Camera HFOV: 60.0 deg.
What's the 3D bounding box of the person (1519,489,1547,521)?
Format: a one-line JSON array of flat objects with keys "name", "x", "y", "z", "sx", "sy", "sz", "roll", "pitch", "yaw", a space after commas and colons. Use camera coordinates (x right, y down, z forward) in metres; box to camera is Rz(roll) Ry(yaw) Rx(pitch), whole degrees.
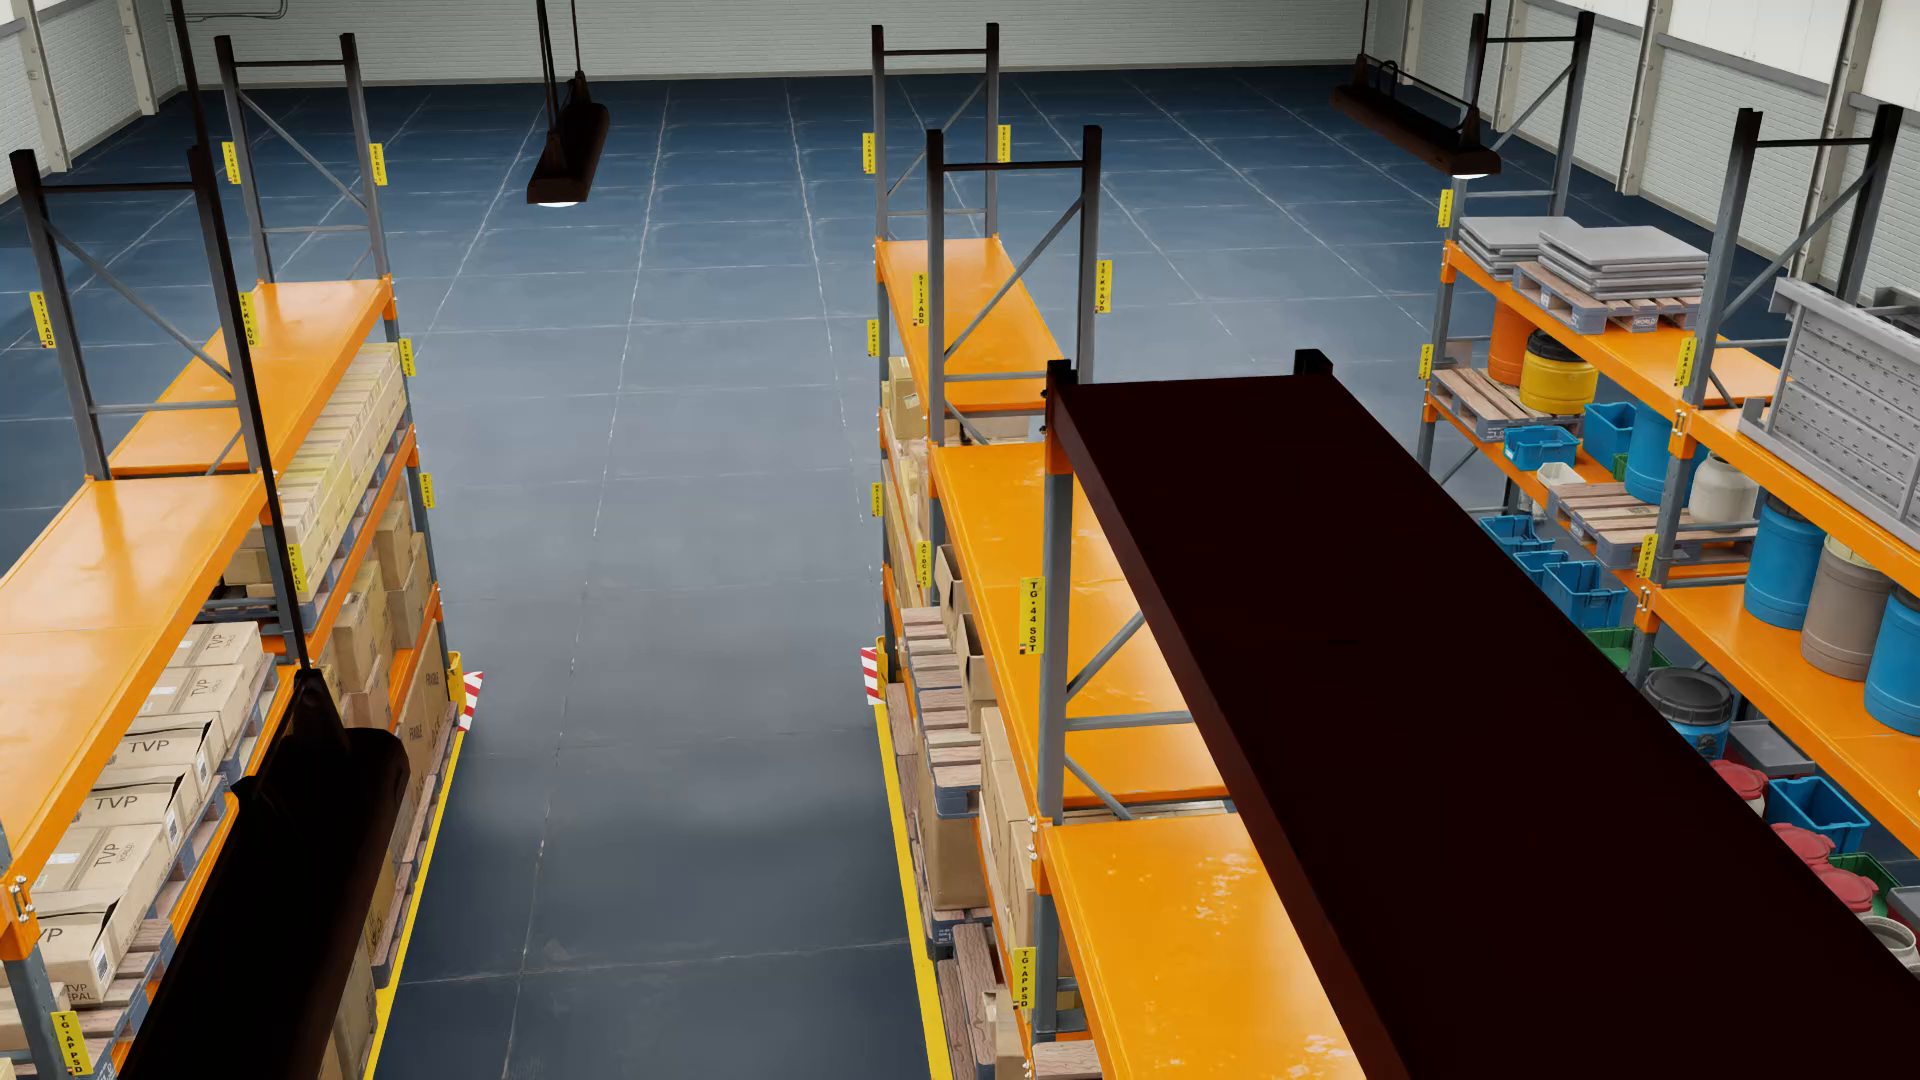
[{"name": "person", "x": 6.502, "y": -1.032, "z": 18.720, "sx": 0.617, "sy": 1.765, "sz": 0.742, "roll": 5, "pitch": 26, "yaw": 10}]
